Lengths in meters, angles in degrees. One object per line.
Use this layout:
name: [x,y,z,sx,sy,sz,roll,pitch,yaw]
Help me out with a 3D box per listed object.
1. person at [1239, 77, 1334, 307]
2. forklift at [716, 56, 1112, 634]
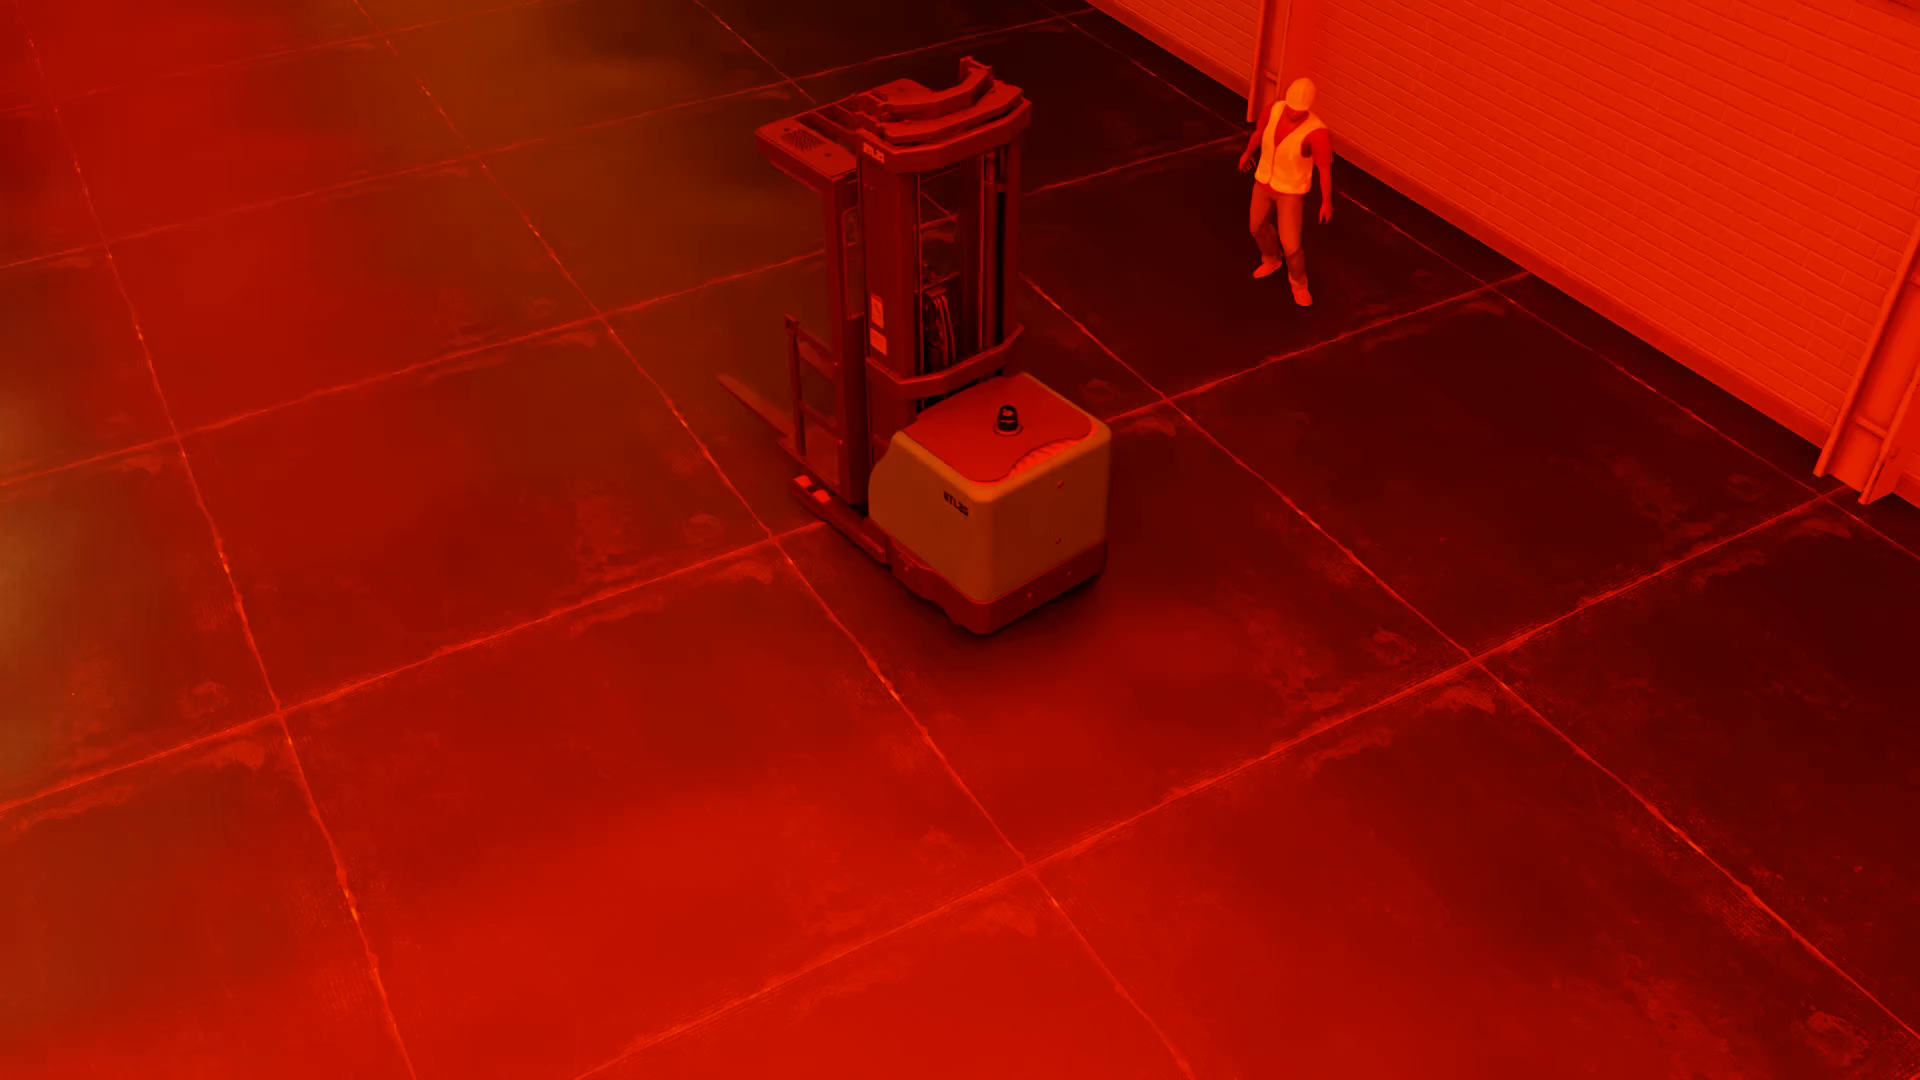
person: [2.370,-2.616,12.187,0.487,1.741,0.902,-27,47,-29]
forklift: [-0.443,-1.460,9.796,1.130,2.935,3.031,-28,47,-29]
